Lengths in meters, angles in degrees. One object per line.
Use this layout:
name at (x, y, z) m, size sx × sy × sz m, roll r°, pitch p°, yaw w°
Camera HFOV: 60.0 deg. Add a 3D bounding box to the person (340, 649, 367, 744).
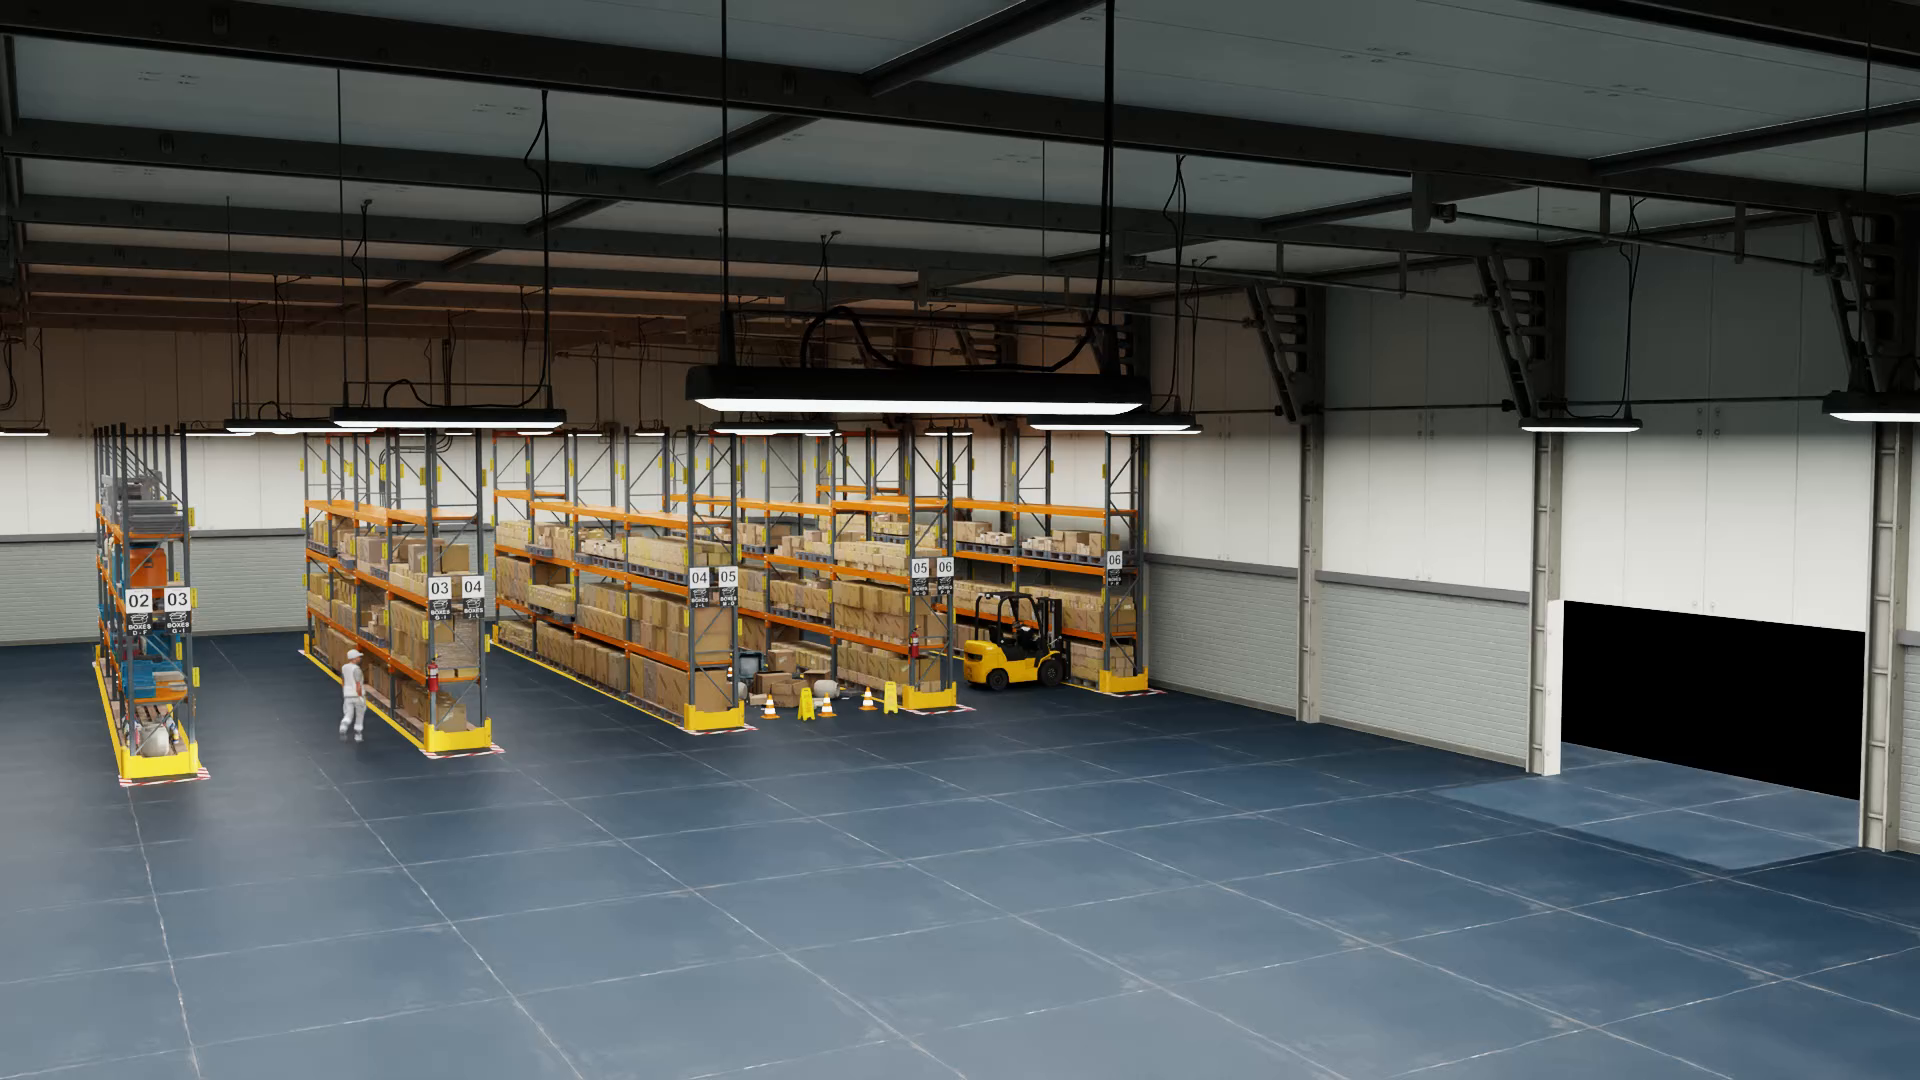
person at (-11.384, 2.939, 31.120) m, size 0.502 × 1.780 × 0.724 m, roll 0°, pitch 3°, yaw 6°
